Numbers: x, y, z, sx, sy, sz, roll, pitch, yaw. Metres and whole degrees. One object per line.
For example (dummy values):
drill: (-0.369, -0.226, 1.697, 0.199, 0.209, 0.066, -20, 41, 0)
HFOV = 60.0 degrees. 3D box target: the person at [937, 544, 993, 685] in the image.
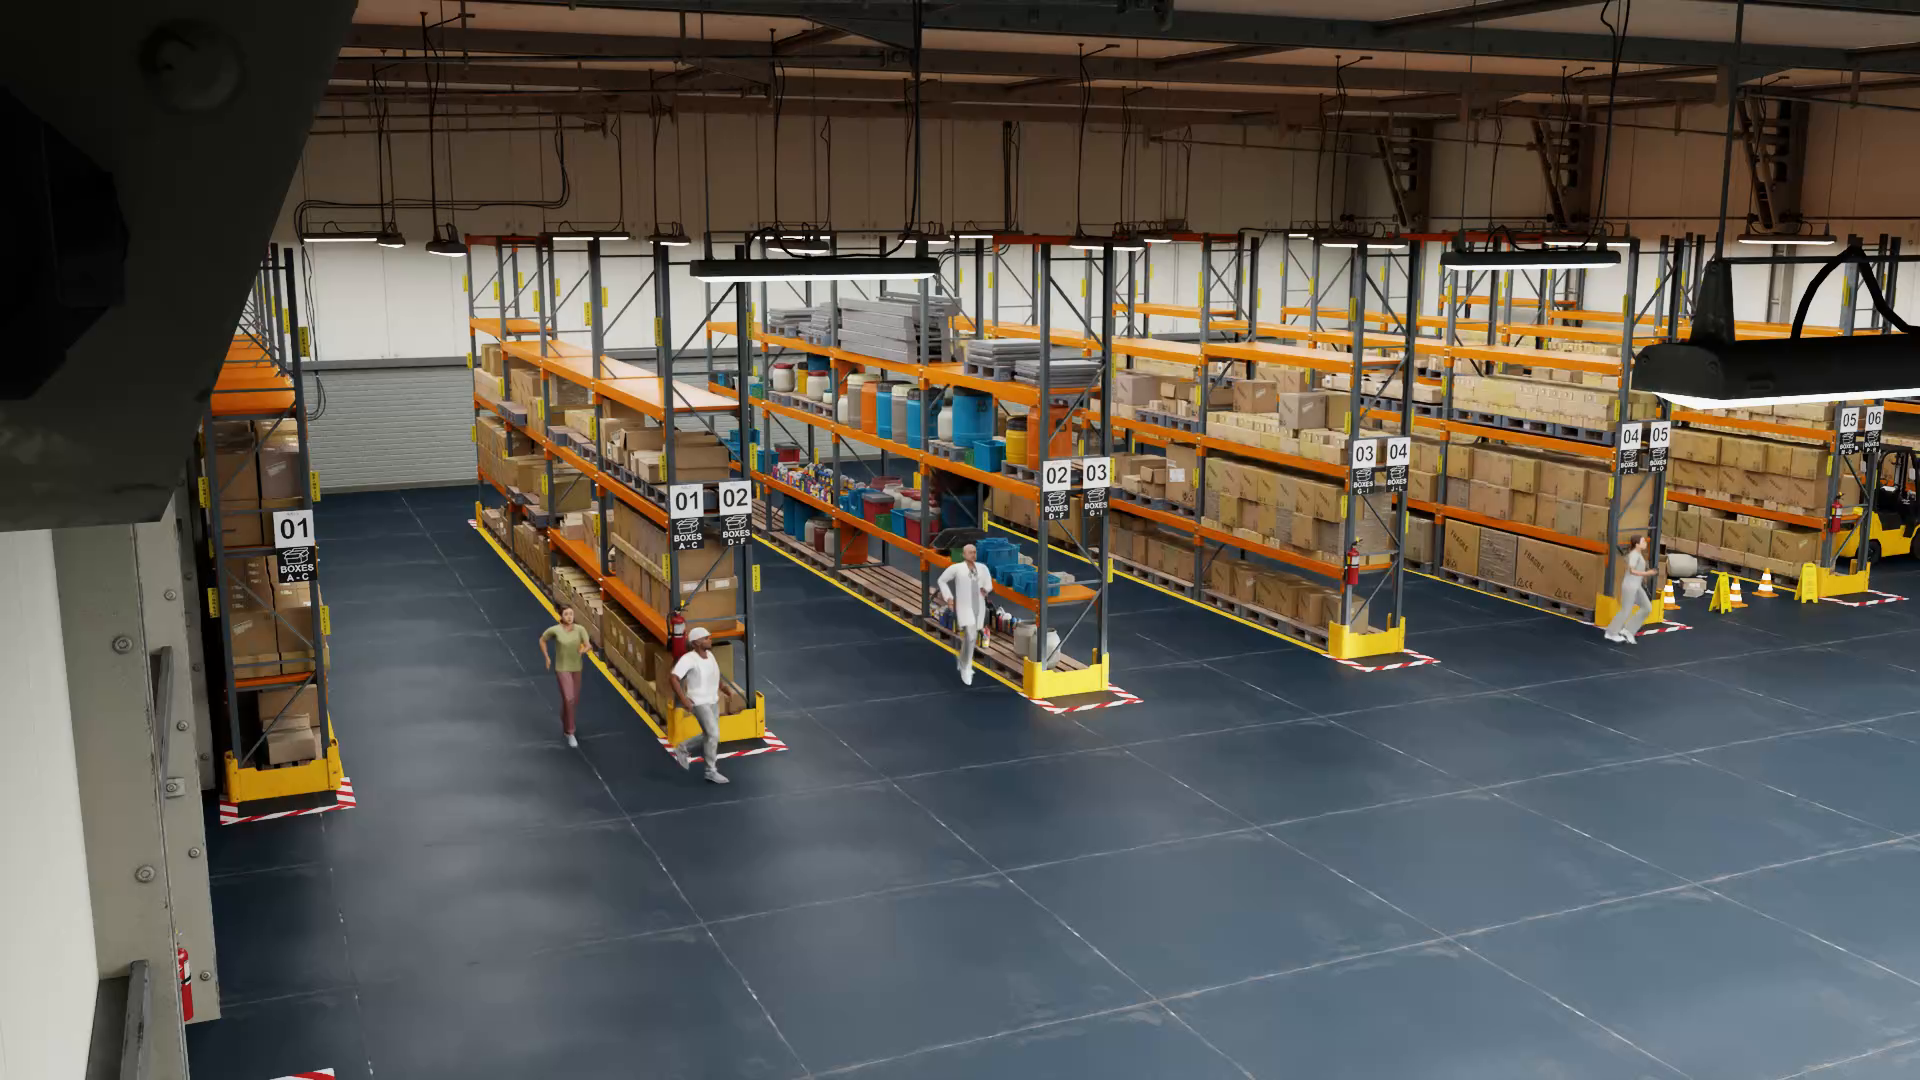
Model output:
person: (0.138, 0.979, 22.064, 0.667, 1.842, 0.677, -6, 13, -29)

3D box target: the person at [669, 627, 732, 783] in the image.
person: (-2.936, 1.865, 19.028, 0.740, 1.740, 0.753, 4, 12, 22)

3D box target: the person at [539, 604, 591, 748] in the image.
person: (-4.800, 1.617, 20.370, 0.550, 1.719, 0.761, -7, 13, -34)

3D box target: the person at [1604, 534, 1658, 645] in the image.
person: (10.136, 0.739, 25.019, 0.683, 1.680, 0.570, 7, 13, 32)
